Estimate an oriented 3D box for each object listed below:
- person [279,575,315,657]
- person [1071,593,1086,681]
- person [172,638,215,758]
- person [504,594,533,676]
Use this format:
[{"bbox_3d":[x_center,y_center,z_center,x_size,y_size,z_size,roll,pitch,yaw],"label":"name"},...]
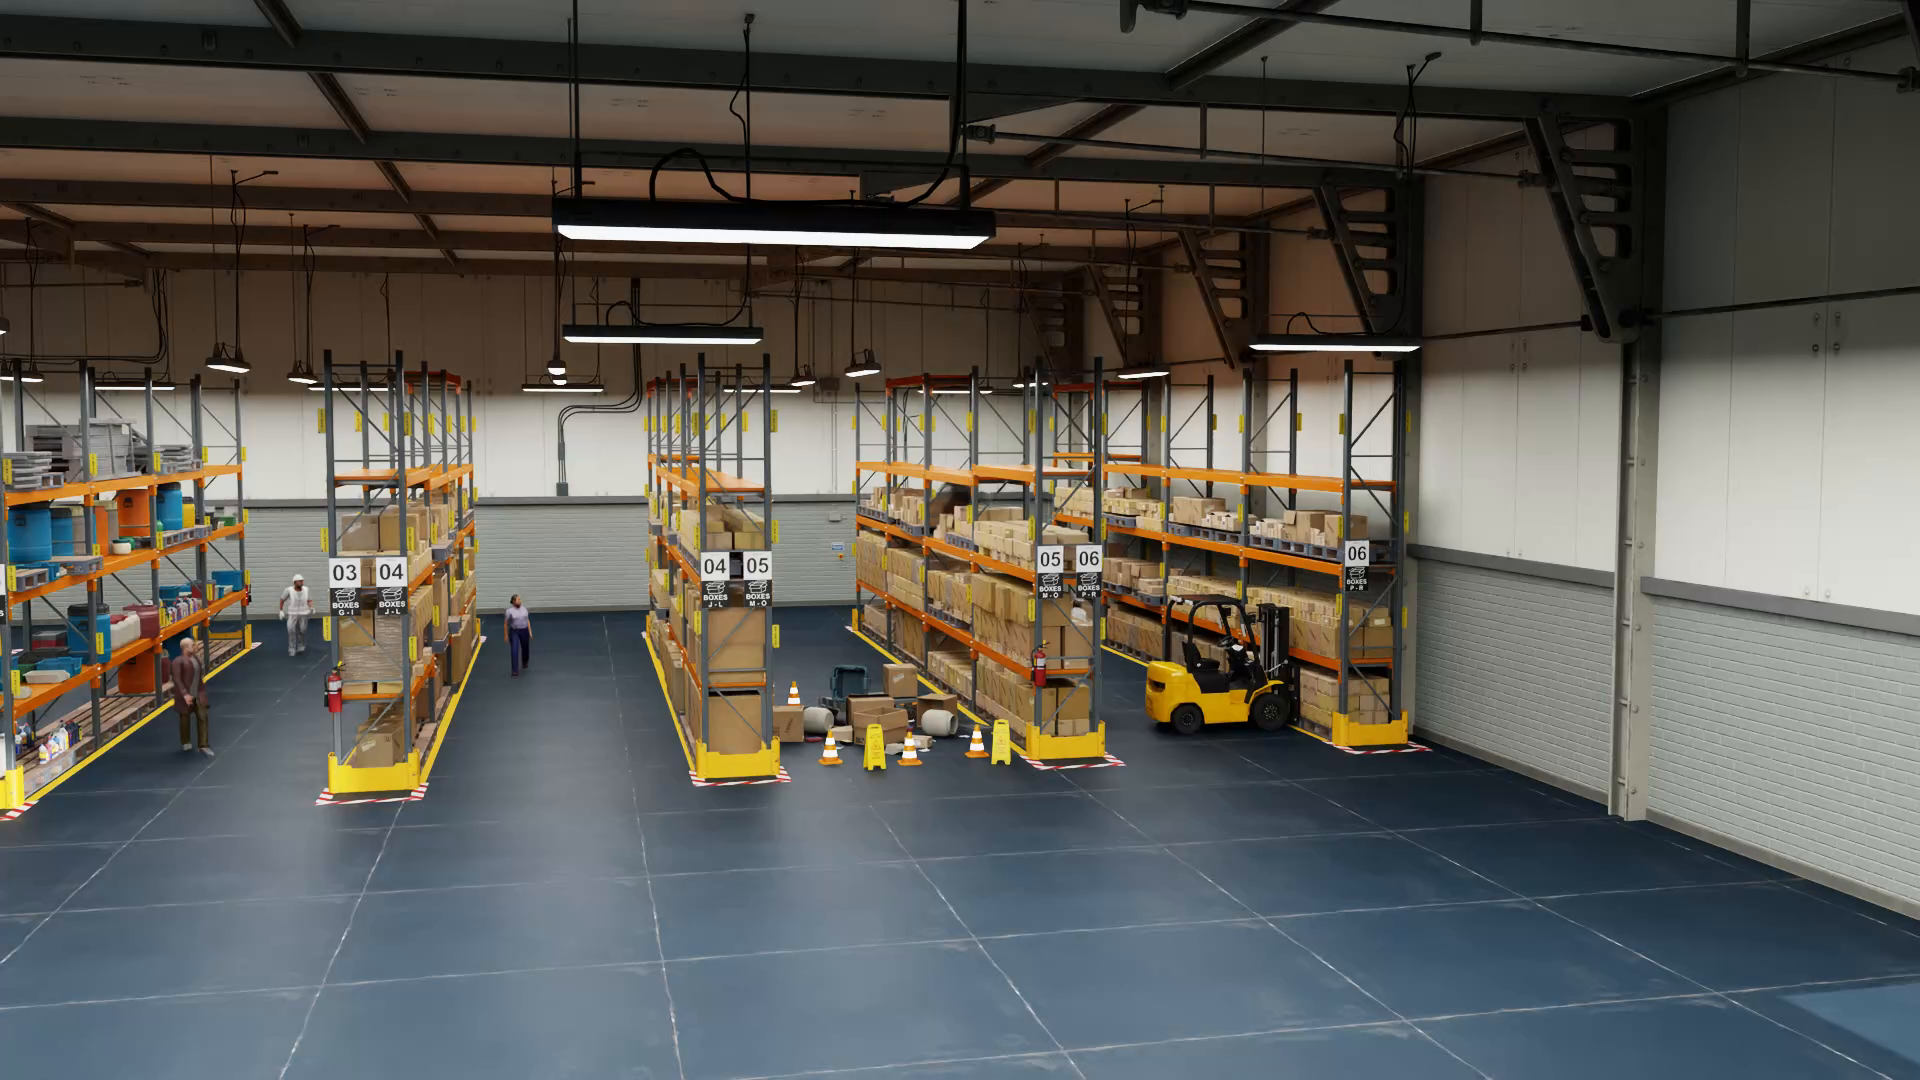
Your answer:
[{"bbox_3d":[-14.412,1.652,36.190,0.766,1.804,0.871,-1,4,-13],"label":"person"},{"bbox_3d":[2.057,1.829,30.021,0.442,1.755,0.456,-1,4,-10],"label":"person"},{"bbox_3d":[-11.602,2.358,25.083,0.538,1.755,0.996,-3,5,-36],"label":"person"},{"bbox_3d":[-8.851,1.894,33.300,0.551,1.573,0.952,-1,4,-18],"label":"person"}]
